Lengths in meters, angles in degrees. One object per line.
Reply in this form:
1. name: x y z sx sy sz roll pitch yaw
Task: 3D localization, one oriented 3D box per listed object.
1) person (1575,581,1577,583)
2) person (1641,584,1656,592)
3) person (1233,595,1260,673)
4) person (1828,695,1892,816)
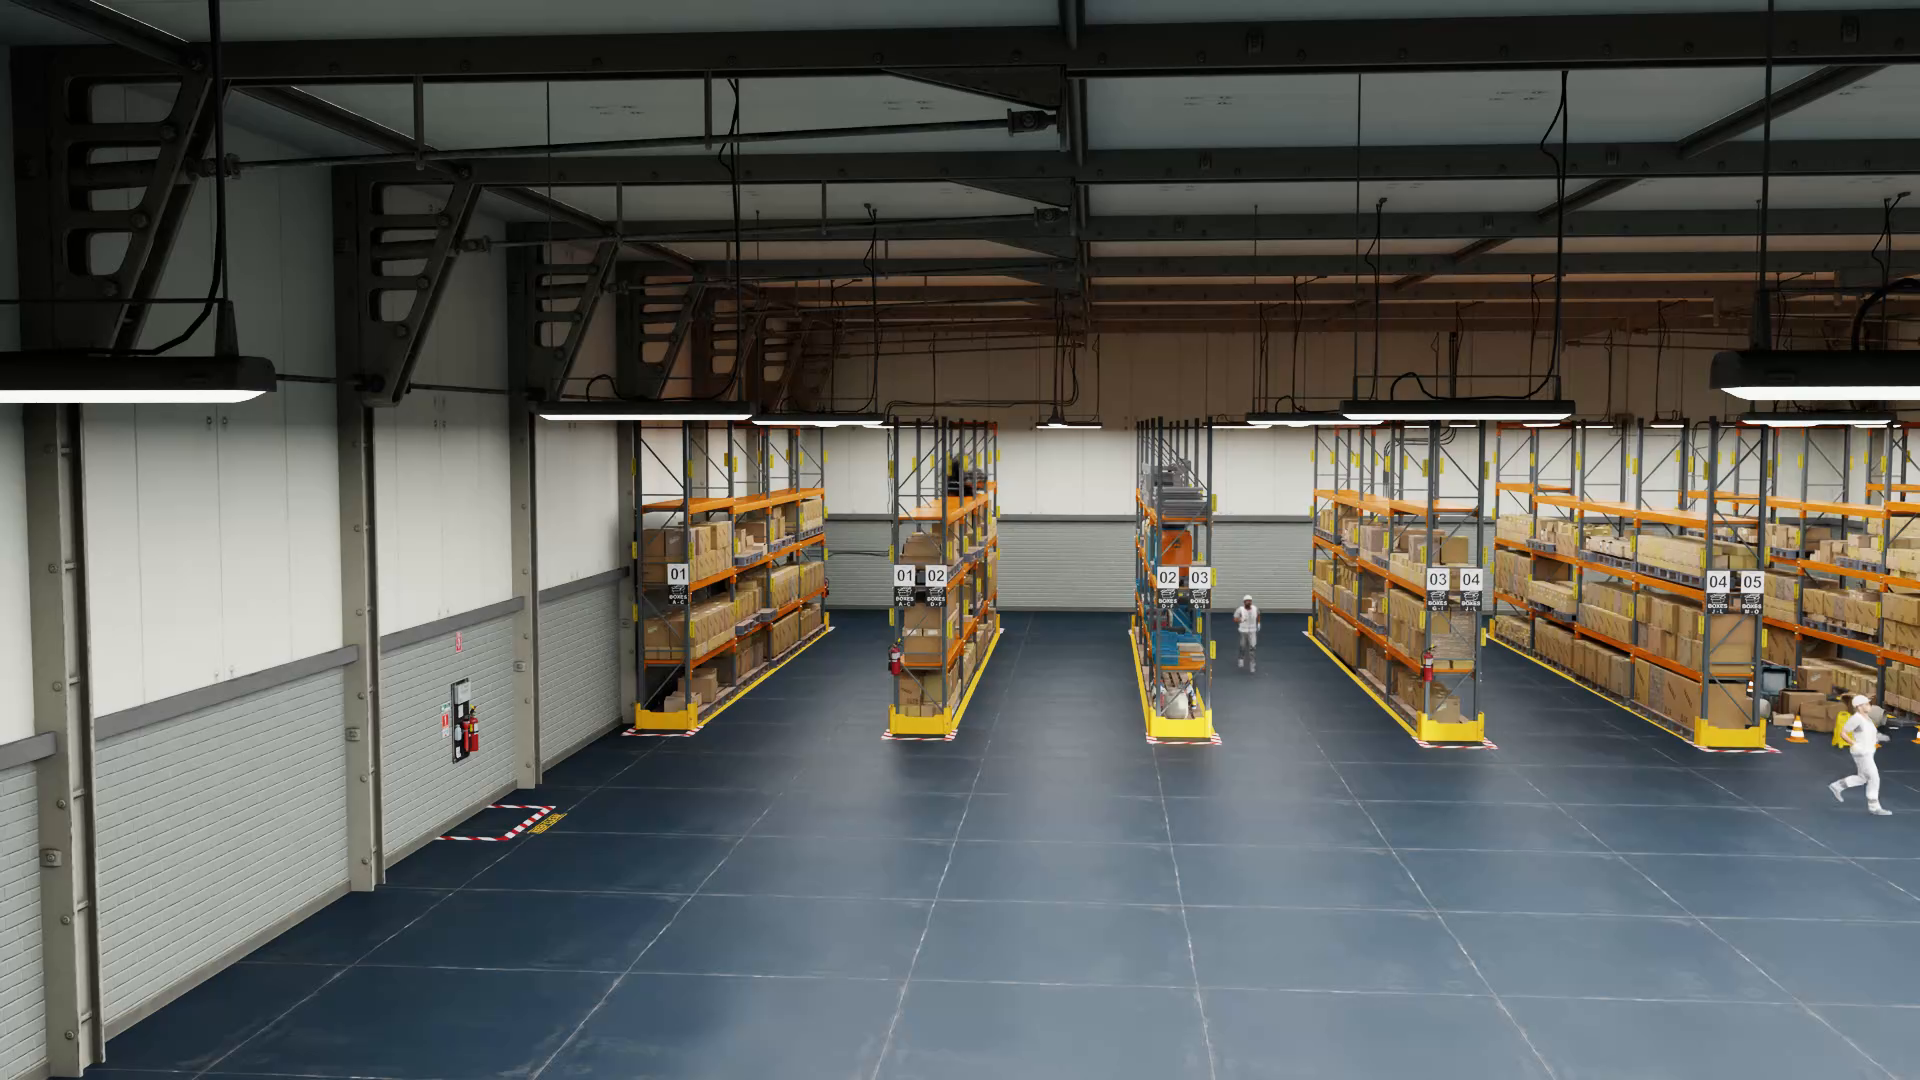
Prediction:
1. person: 17.372 1.779 47.062 0.780 1.748 0.663 0 4 1
2. person: 19.457 1.801 47.288 0.594 1.668 0.675 1 4 12
3. person: 6.851 2.214 39.718 0.704 1.812 0.906 0 4 -2
4. person: 13.508 3.208 24.938 0.914 1.765 0.670 4 5 44
